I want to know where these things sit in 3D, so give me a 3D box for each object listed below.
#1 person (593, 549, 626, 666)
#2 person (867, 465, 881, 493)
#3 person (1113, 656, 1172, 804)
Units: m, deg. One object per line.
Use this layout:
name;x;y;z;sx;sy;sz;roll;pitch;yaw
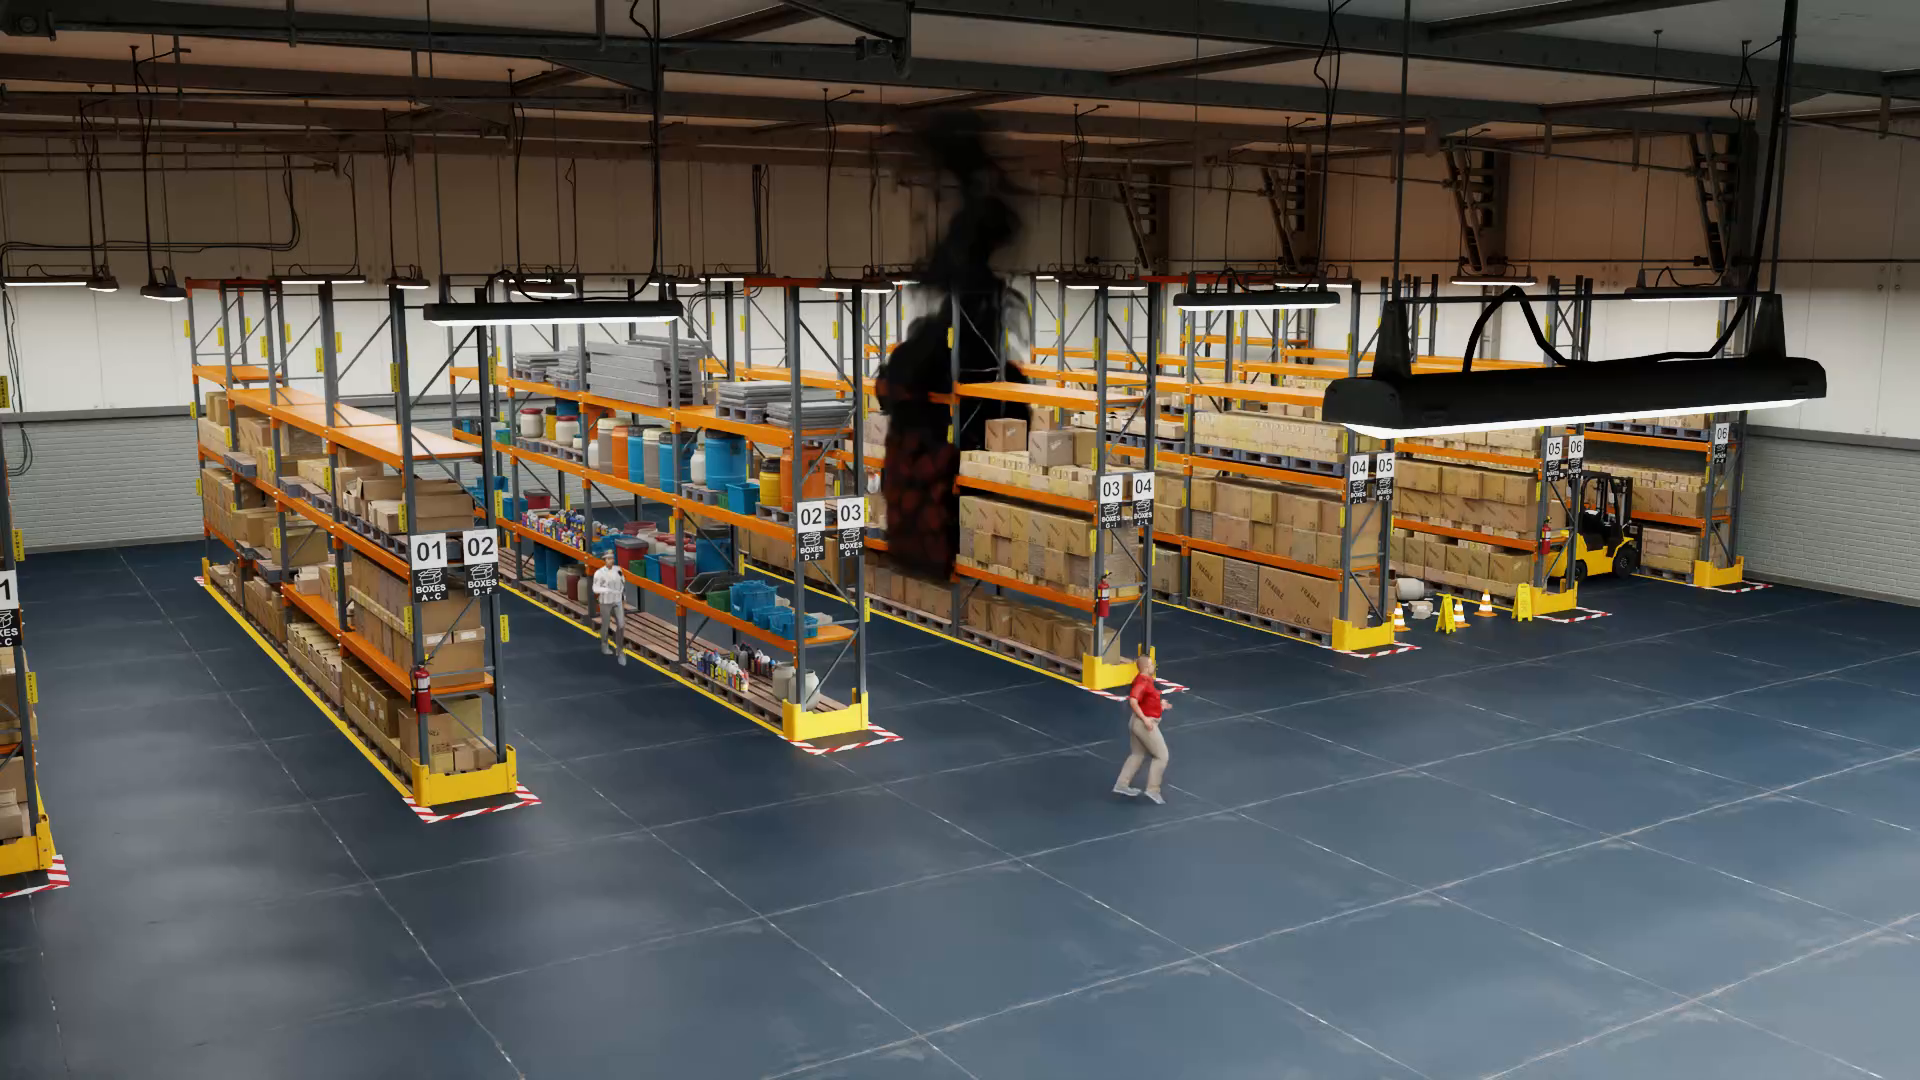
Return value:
person;-5.299;1.014;25.317;0.590;1.794;0.704;-6;11;-32
person;-2.006;-0.870;37.833;0.633;1.839;0.775;-6;11;-31
person;2.162;2.256;19.573;0.691;1.807;0.660;-1;10;-8
